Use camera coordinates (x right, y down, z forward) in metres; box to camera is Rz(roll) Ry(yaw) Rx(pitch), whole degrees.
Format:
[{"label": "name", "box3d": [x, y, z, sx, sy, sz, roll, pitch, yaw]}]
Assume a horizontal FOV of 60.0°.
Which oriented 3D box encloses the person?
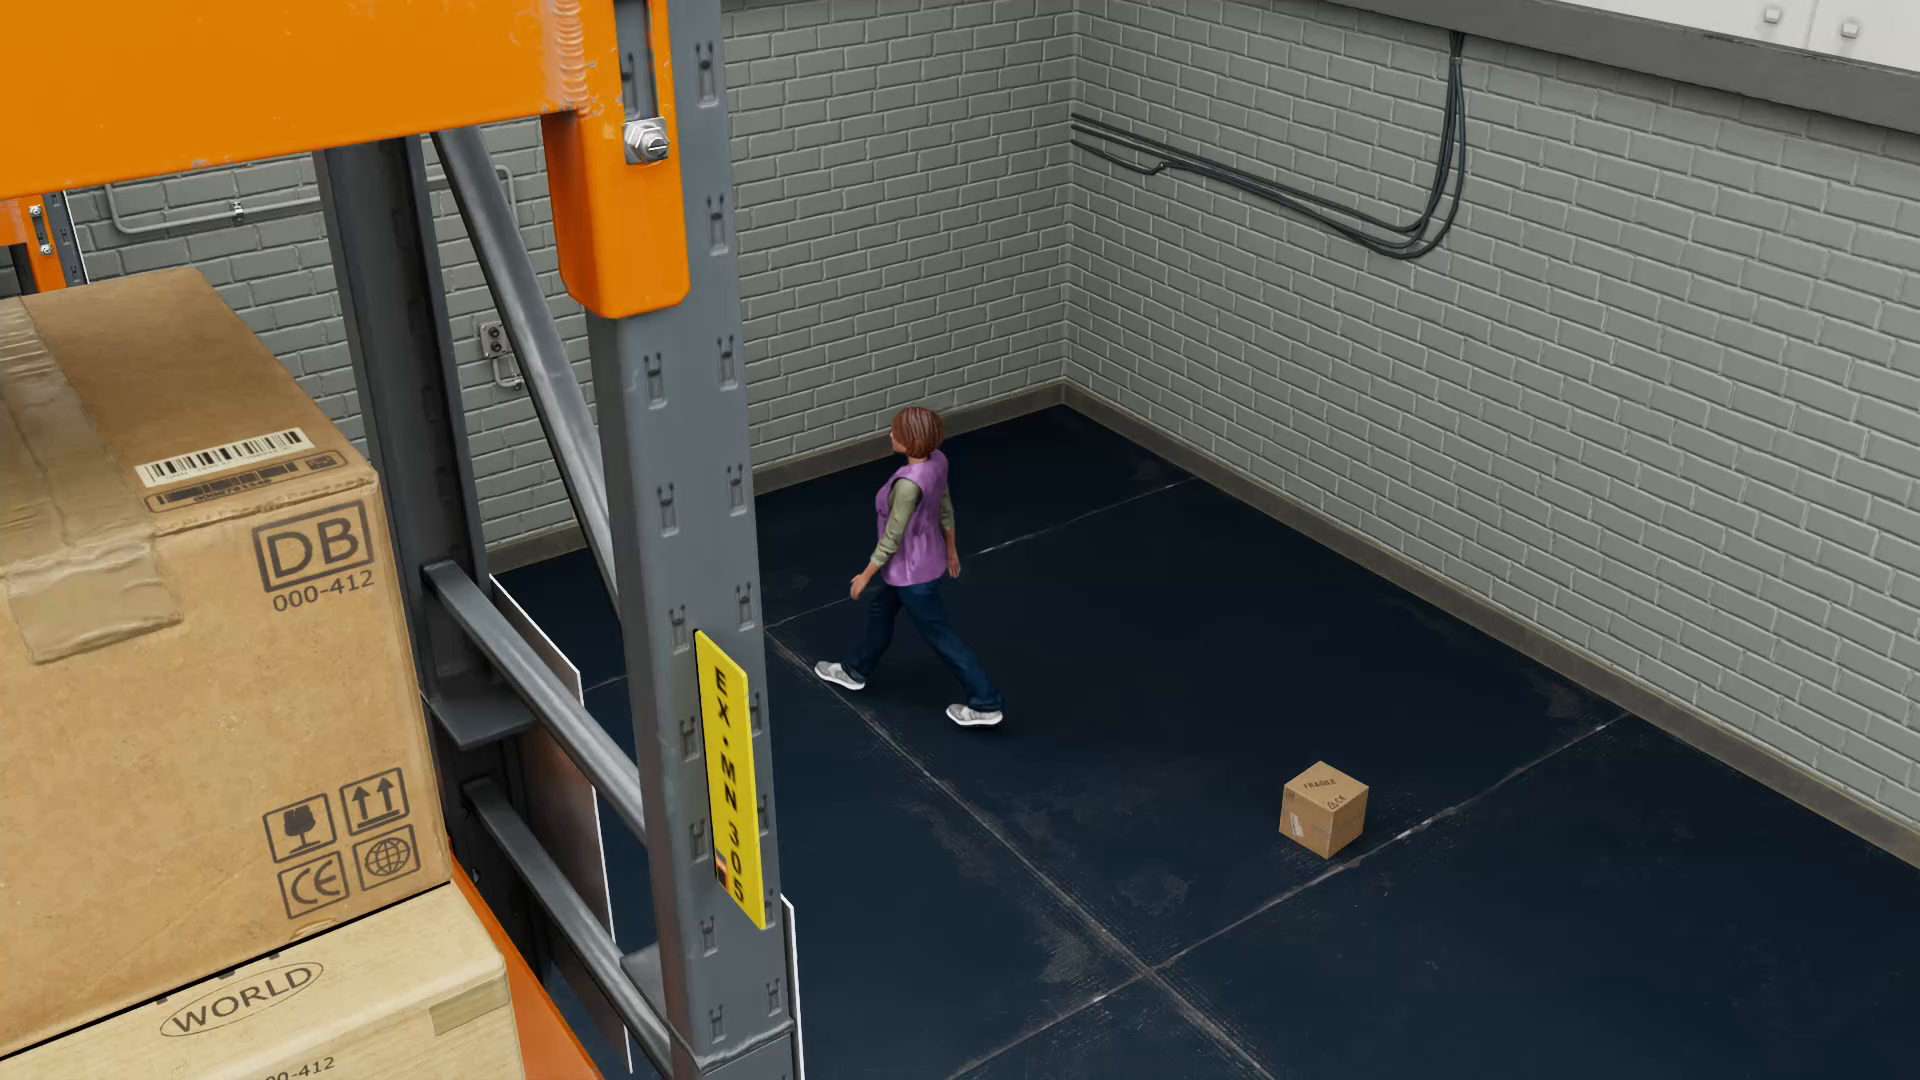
[{"label": "person", "box3d": [-0.253, 0.103, 7.425, 0.984, 1.527, 0.449, 7, 30, 12]}]
